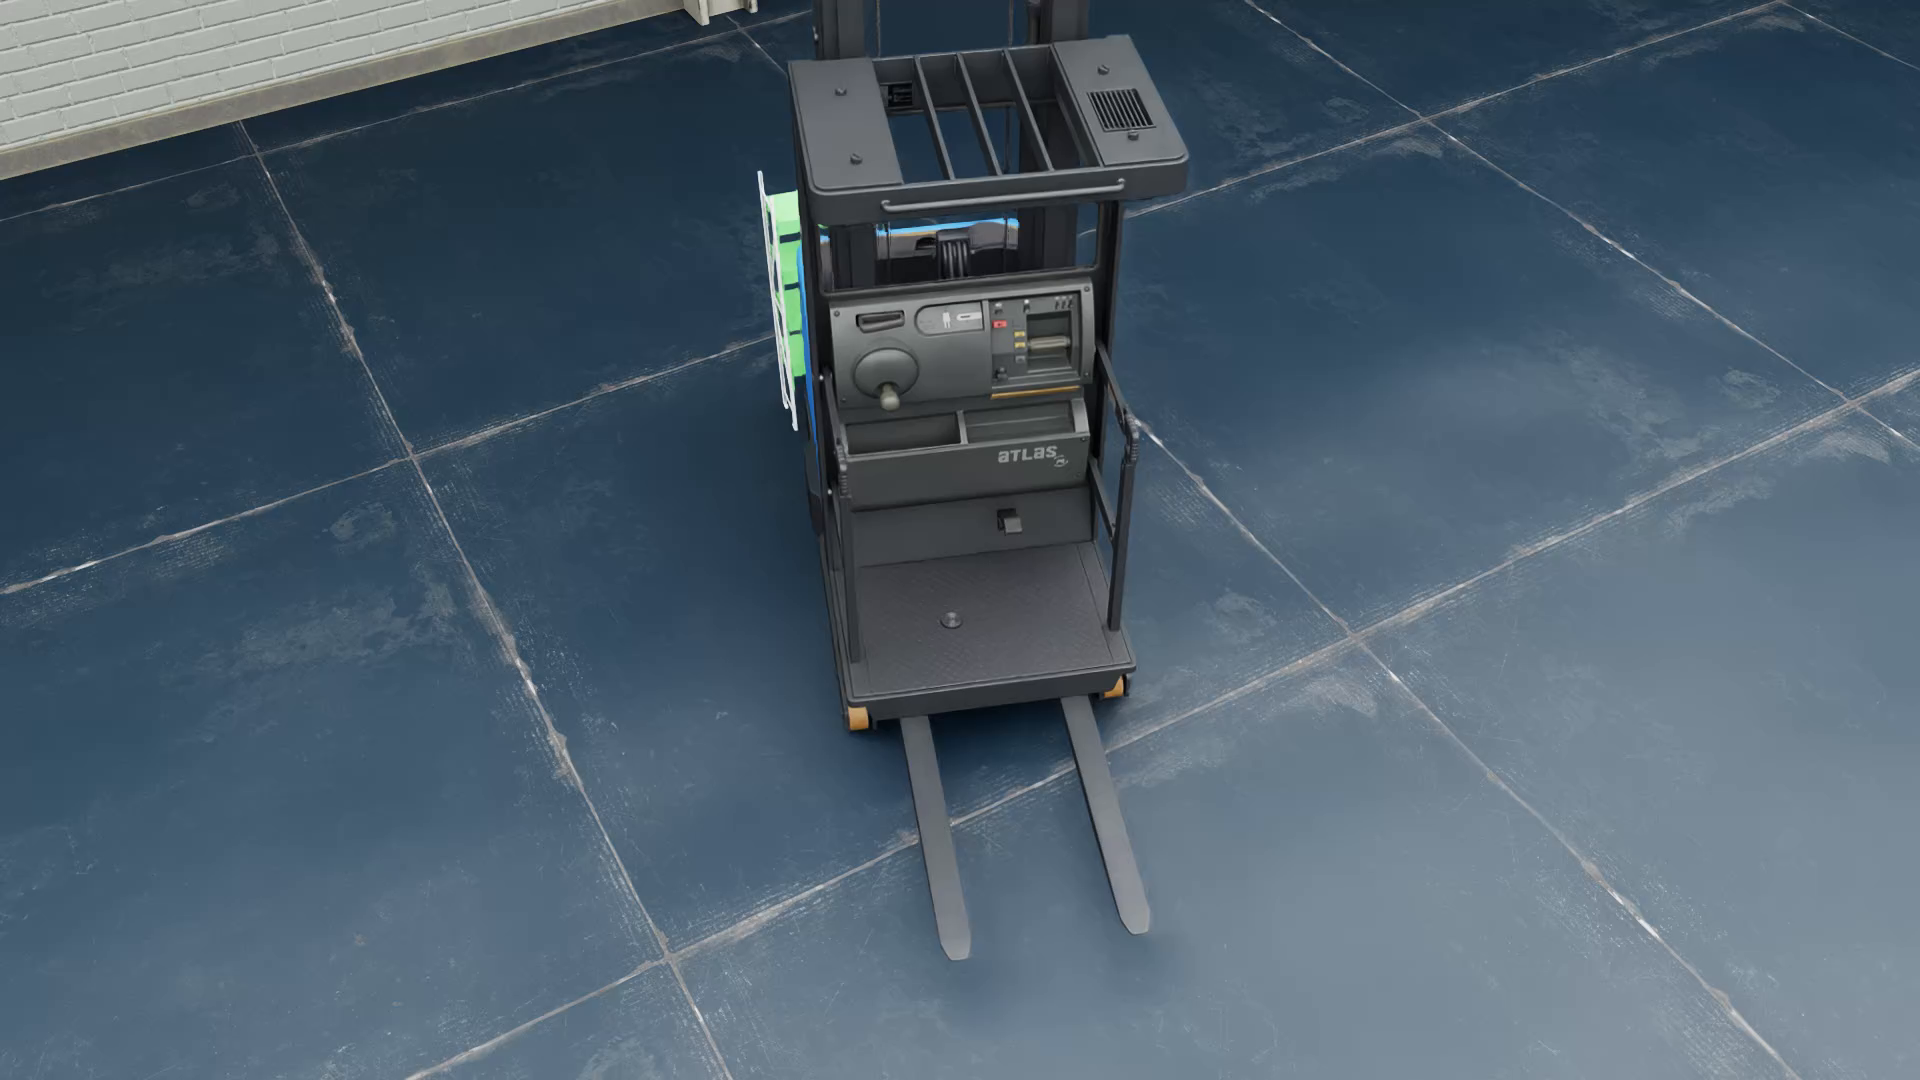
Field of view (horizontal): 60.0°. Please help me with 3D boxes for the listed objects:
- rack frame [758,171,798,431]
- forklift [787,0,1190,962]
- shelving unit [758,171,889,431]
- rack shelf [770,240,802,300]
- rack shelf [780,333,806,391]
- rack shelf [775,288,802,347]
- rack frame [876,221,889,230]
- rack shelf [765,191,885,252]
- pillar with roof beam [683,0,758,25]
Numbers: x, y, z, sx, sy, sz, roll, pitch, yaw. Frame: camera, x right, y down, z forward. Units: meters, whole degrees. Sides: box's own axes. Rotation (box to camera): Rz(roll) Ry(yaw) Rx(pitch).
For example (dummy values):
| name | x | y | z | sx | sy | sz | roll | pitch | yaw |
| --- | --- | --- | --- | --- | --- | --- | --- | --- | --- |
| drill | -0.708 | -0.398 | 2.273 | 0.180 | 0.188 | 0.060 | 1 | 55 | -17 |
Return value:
| name | x | y | z | sx | sy | sz | roll | pitch | yaw |
| --- | --- | --- | --- | --- | --- | --- | --- | --- | --- |
| rack frame | -0.804 | -1.036 | 7.372 | 0.015 | 1.200 | 0.240 | -12 | 41 | -13 |
| forklift | 0.051 | -0.592 | 5.685 | 1.130 | 2.935 | 3.031 | -7 | 45 | -7 |
| shelving unit | -0.572 | -1.087 | 7.425 | 0.503 | 1.200 | 0.258 | -12 | 41 | -13 |
| rack shelf | -0.575 | -1.222 | 7.312 | 0.480 | 0.148 | 0.258 | -12 | 41 | -13 |
| rack shelf | -0.565 | -0.855 | 7.621 | 0.480 | 0.148 | 0.258 | -12 | 41 | -13 |
| rack shelf | -0.570 | -1.038 | 7.467 | 0.480 | 0.148 | 0.258 | -12 | 41 | -13 |
| rack frame | -0.339 | -1.139 | 7.479 | 0.015 | 1.200 | 0.240 | -12 | 41 | -13 |
| rack shelf | -0.581 | -1.405 | 7.157 | 0.480 | 0.148 | 0.258 | -12 | 41 | -13 |
| pillar with roof beam | 0.601 | -4.051 | 4.892 | 0.400 | 9.000 | 9.100 | -22 | 48 | -21 |
